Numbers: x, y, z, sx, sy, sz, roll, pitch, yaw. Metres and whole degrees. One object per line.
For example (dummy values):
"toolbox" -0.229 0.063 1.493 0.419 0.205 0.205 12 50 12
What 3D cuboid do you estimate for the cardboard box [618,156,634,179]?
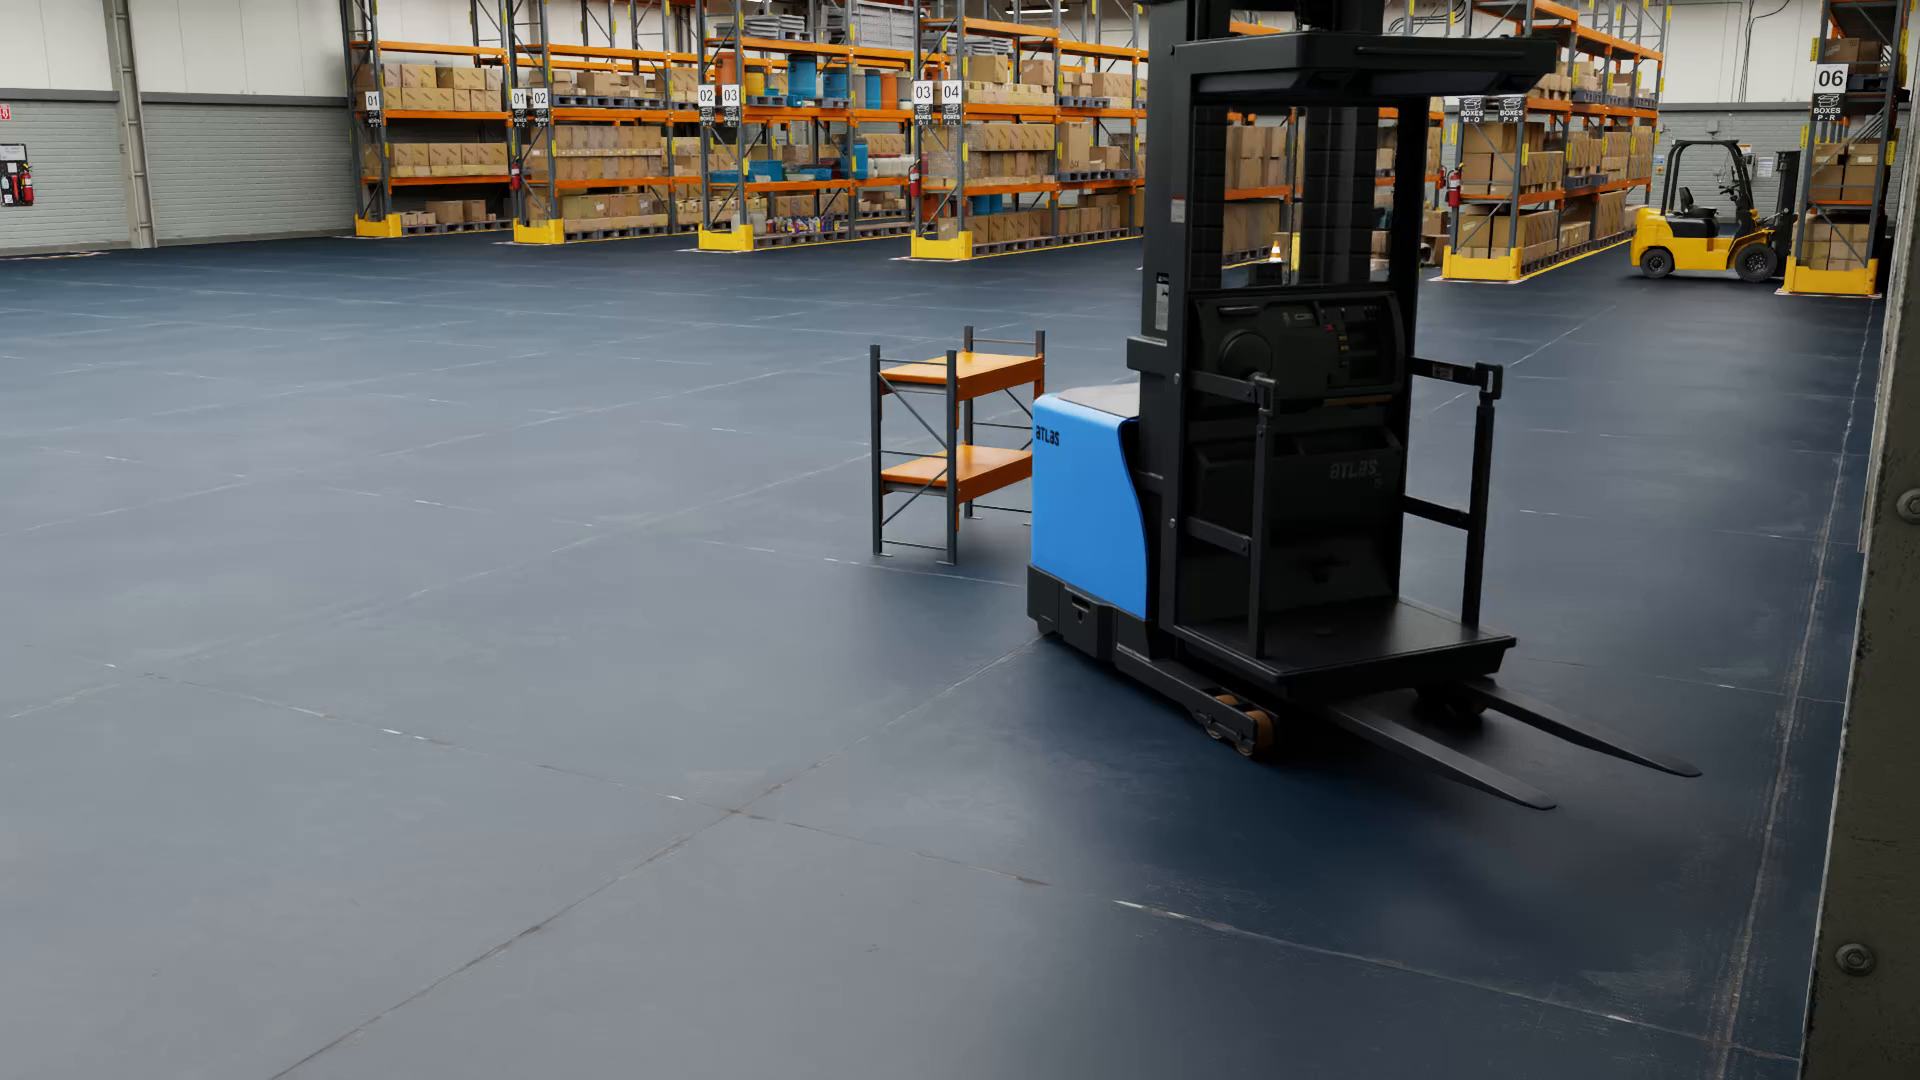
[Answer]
"cardboard box" -7.825 -8.441 37.626 0.700 0.500 0.500 8 16 29

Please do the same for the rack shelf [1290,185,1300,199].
"rack shelf" 6.810 -7.050 33.606 1.077 0.370 4.000 7 15 28

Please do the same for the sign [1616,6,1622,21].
"sign" 15.543 -12.423 39.226 0.100 0.325 0.005 7 15 28

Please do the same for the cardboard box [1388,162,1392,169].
"cardboard box" 9.691 -8.609 38.177 0.380 0.149 0.250 7 15 27

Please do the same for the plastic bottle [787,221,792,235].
"plastic bottle" -3.571 -6.537 34.825 0.097 0.271 0.097 0 14 0

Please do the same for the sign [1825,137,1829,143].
"sign" 16.026 -7.292 30.774 0.100 0.325 0.005 7 15 28

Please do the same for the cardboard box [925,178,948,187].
"cardboard box" -0.427 -6.711 31.201 0.380 0.149 0.250 7 15 28

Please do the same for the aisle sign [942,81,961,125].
"aisle sign" -0.151 -7.968 30.334 0.394 0.787 0.004 7 15 28

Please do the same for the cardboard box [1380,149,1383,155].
"cardboard box" 9.304 -8.735 37.433 0.380 0.149 0.250 7 15 28

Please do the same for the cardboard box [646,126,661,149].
"cardboard box" -7.329 -9.283 38.351 0.700 0.500 0.500 7 15 28

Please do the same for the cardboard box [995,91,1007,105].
"cardboard box" 0.562 -8.414 31.648 0.500 0.250 0.500 7 15 28

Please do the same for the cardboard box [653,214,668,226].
"cardboard box" -7.153 -7.443 38.671 0.500 0.250 0.500 7 15 28

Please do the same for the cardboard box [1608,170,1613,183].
"cardboard box" 13.107 -7.483 34.188 0.500 0.250 0.500 8 16 30

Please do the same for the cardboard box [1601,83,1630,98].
"cardboard box" 13.850 -9.505 35.148 0.500 0.311 0.500 7 15 28

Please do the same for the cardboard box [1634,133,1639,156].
"cardboard box" 14.784 -8.798 36.977 0.500 0.500 0.500 7 15 27

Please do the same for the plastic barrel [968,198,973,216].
"plastic barrel" 0.110 -8.409 42.118 0.421 0.512 0.421 0 14 0

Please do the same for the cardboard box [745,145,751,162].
"cardboard box" -6.614 -11.452 49.689 0.980 0.700 0.700 7 15 25

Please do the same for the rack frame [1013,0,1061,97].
"rack frame" 1.550 -10.488 33.533 1.000 3.000 0.127 7 15 28

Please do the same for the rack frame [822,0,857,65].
"rack frame" -3.253 -13.253 45.000 1.000 3.000 0.127 7 15 28

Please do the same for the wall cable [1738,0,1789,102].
"wall cable" 21.606 -12.636 42.360 2.988 3.039 0.133 7 15 28

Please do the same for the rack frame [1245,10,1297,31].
"rack frame" 5.843 -9.906 31.116 1.000 3.000 0.127 7 15 28

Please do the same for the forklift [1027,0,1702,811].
"forklift" 1.390 -0.761 6.131 1.130 2.935 3.031 -6 15 -25

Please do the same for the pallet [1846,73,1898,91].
"pallet" 13.002 -6.624 24.094 1.003 0.211 1.213 7 15 28

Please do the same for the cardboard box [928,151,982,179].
"cardboard box" -0.094 -7.054 31.241 0.875 0.500 0.500 7 15 28

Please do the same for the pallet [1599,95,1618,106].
"pallet" 12.423 -8.774 33.227 1.213 0.211 1.003 8 16 31

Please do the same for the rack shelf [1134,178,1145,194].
"rack shelf" 4.450 -8.453 39.427 1.077 0.370 4.000 7 15 28

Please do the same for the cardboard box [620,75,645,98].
"cardboard box" -7.595 -10.401 38.161 0.500 0.500 0.500 9 16 33

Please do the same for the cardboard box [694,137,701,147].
"cardboard box" -7.593 -11.340 47.374 0.500 0.250 0.500 8 16 29

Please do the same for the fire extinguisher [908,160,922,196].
"fire extinguisher" -0.843 -6.742 30.961 0.296 0.674 0.183 7 15 28

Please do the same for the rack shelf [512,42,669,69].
"rack shelf" -8.087 -10.657 36.621 1.077 0.370 4.000 7 15 28

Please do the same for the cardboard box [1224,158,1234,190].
"cardboard box" 4.295 -6.438 29.213 0.875 0.550 0.550 7 15 28

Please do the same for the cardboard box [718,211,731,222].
"cardboard box" -5.966 -7.933 40.704 0.500 0.250 0.500 8 16 29

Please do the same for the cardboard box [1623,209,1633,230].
"cardboard box" 14.490 -7.166 37.122 0.875 0.438 0.875 7 15 27

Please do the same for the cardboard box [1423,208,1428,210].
"cardboard box" 11.389 -8.167 41.255 0.380 0.149 0.250 7 15 26

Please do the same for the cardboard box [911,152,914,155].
"cardboard box" -1.545 -10.976 48.143 0.500 0.500 0.500 8 15 29

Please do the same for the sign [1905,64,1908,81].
"sign" 18.927 -9.368 33.342 0.100 0.325 0.005 7 15 28

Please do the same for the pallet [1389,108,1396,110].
"pallet" 9.318 -9.883 37.823 1.213 0.211 1.003 7 15 28

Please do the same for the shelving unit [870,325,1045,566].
"shelving unit" 0.003 -0.548 9.102 0.538 1.125 1.048 7 15 28

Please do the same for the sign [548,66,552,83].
"sign" -8.571 -9.732 34.762 0.100 0.325 0.005 7 15 28

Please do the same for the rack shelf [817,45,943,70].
"rack shelf" -1.819 -10.916 37.694 1.077 0.370 4.000 7 15 28

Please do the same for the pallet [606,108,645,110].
"pallet" -9.260 -11.581 44.867 1.213 0.211 1.003 8 16 31

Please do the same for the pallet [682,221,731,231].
"pallet" -6.210 -7.746 40.909 1.003 0.211 1.213 7 15 28

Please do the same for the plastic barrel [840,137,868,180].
"plastic barrel" -2.334 -8.422 36.692 0.600 0.901 0.708 7 15 28

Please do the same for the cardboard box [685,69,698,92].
"cardboard box" -6.533 -10.891 39.426 0.500 0.500 0.500 9 16 33

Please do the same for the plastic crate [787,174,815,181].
"plastic crate" -3.349 -7.643 35.094 0.530 0.136 0.437 7 15 28

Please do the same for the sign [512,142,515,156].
"sign" -10.980 -9.617 40.870 0.100 0.325 0.005 7 15 28

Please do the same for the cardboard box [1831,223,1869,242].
"cardboard box" 13.036 -4.498 24.321 0.500 0.250 0.500 7 15 27

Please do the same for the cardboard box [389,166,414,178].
"cardboard box" -12.878 -8.436 38.097 0.500 0.250 0.500 7 15 26

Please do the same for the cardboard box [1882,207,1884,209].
"cardboard box" 17.925 -6.455 32.655 0.380 0.149 0.250 8 16 29

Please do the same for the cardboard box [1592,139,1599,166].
"cardboard box" 11.942 -7.435 31.925 0.500 0.500 0.500 7 15 27

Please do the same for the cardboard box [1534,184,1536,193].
"cardboard box" 9.204 -5.755 27.236 0.380 0.149 0.250 8 16 30

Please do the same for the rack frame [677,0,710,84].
"rack frame" -7.591 -13.813 47.325 1.000 3.000 0.127 7 15 28

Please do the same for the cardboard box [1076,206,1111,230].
"cardboard box" 2.920 -7.136 36.824 0.700 0.500 0.500 6 15 23

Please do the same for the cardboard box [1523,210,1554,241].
"cardboard box" 9.929 -5.425 28.701 0.500 0.500 0.500 8 16 29

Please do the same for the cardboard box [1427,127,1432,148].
"cardboard box" 11.152 -9.797 40.483 0.500 0.500 0.500 8 16 31

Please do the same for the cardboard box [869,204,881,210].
"cardboard box" -2.451 -9.413 46.980 0.380 0.166 0.250 7 15 28
